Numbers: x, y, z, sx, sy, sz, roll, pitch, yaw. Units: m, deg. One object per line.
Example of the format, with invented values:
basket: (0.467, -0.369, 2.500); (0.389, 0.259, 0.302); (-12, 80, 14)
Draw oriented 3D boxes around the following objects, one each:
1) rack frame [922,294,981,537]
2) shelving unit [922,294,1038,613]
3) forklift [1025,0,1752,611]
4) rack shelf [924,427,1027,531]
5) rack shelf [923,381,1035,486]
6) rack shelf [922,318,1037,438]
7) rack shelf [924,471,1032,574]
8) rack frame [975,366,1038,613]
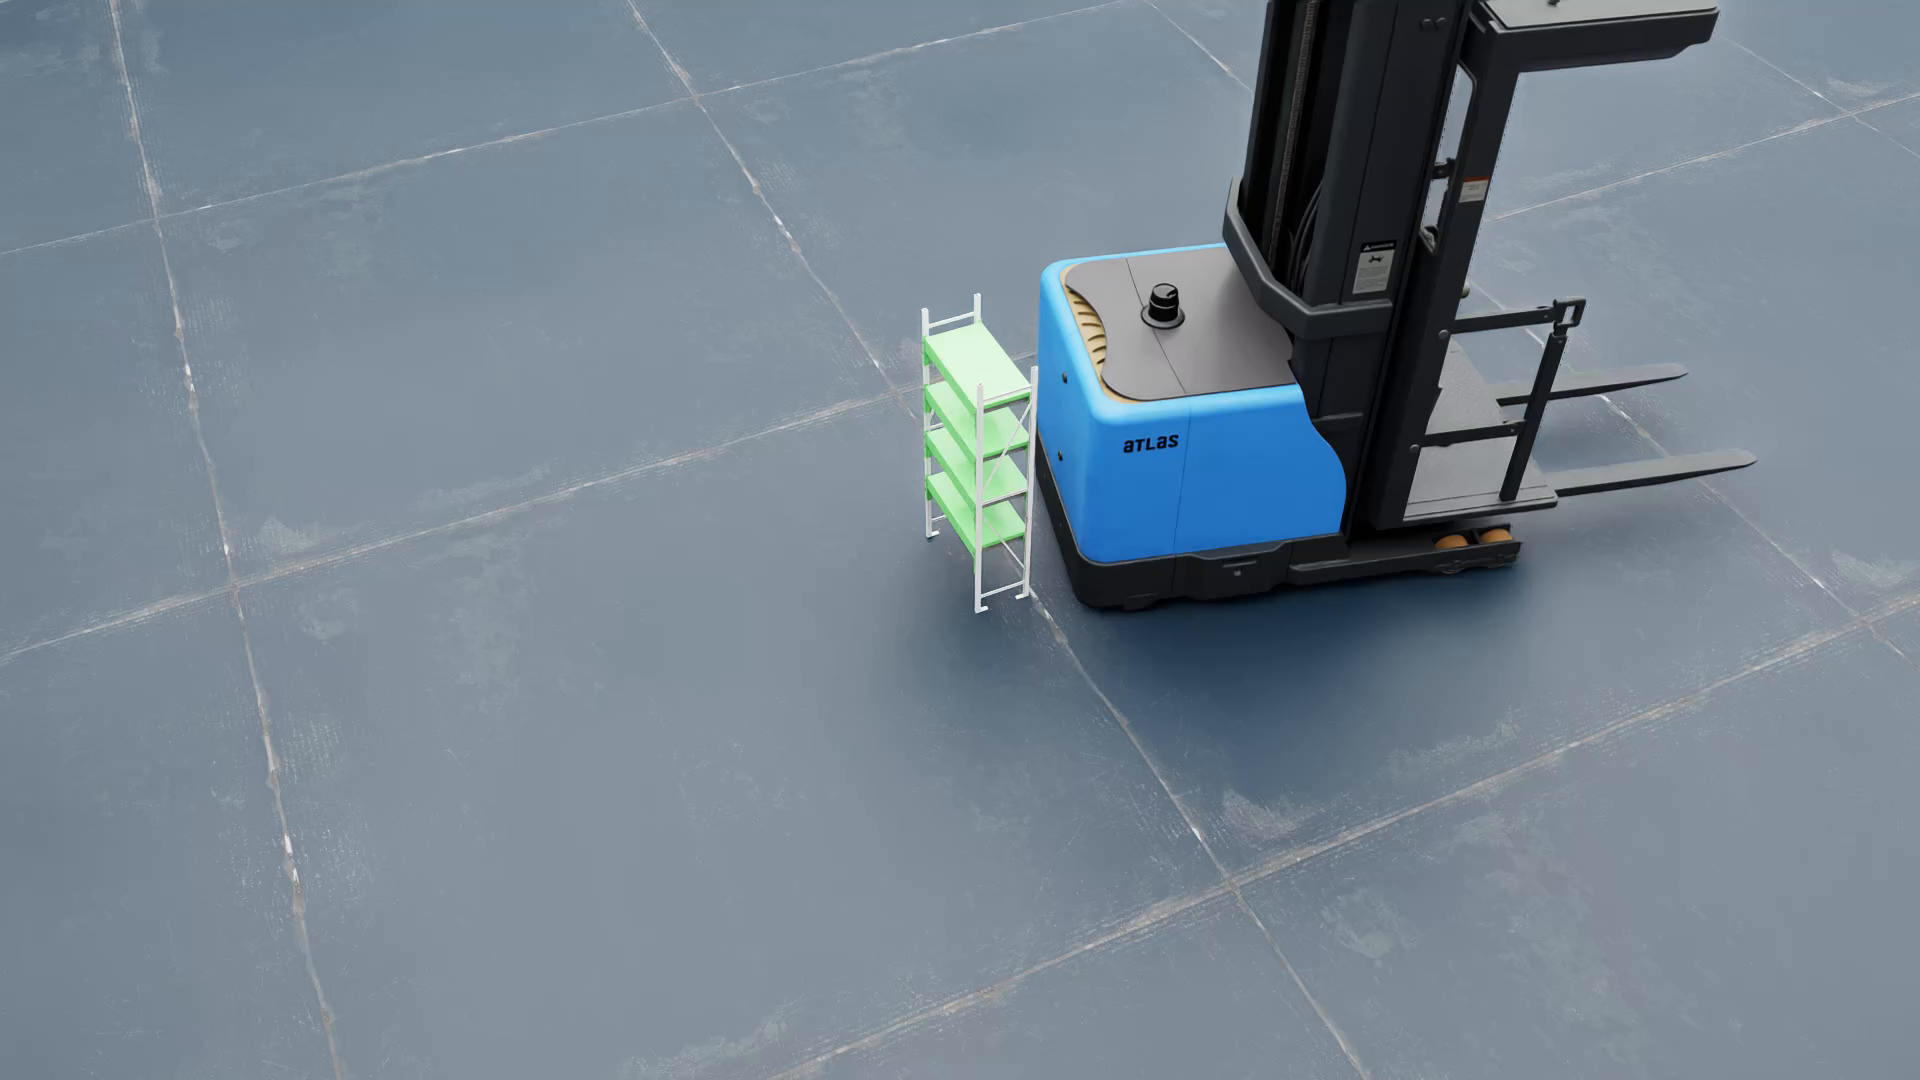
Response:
rack frame: (-0.033, -0.477, 6.748); (0.240, 1.200, 0.015); (-18, 47, -17)
shelving unit: (0.070, -0.322, 6.591); (0.258, 1.200, 0.503); (-18, 47, -17)
forklift: (1.855, -1.259, 6.308); (3.031, 2.935, 1.130); (-7, 45, -7)
rack shelf: (0.070, -0.276, 6.635); (0.258, 0.148, 0.480); (-18, 47, -17)
rack shelf: (0.070, -0.447, 6.467); (0.258, 0.148, 0.480); (-18, 47, -17)
rack shelf: (0.070, -0.618, 6.298); (0.258, 0.148, 0.480); (-18, 47, -17)
rack shelf: (0.070, -0.105, 6.804); (0.258, 0.148, 0.480); (-18, 47, -17)
rack frame: (0.172, -0.166, 6.433); (0.240, 1.200, 0.015); (-18, 47, -17)
